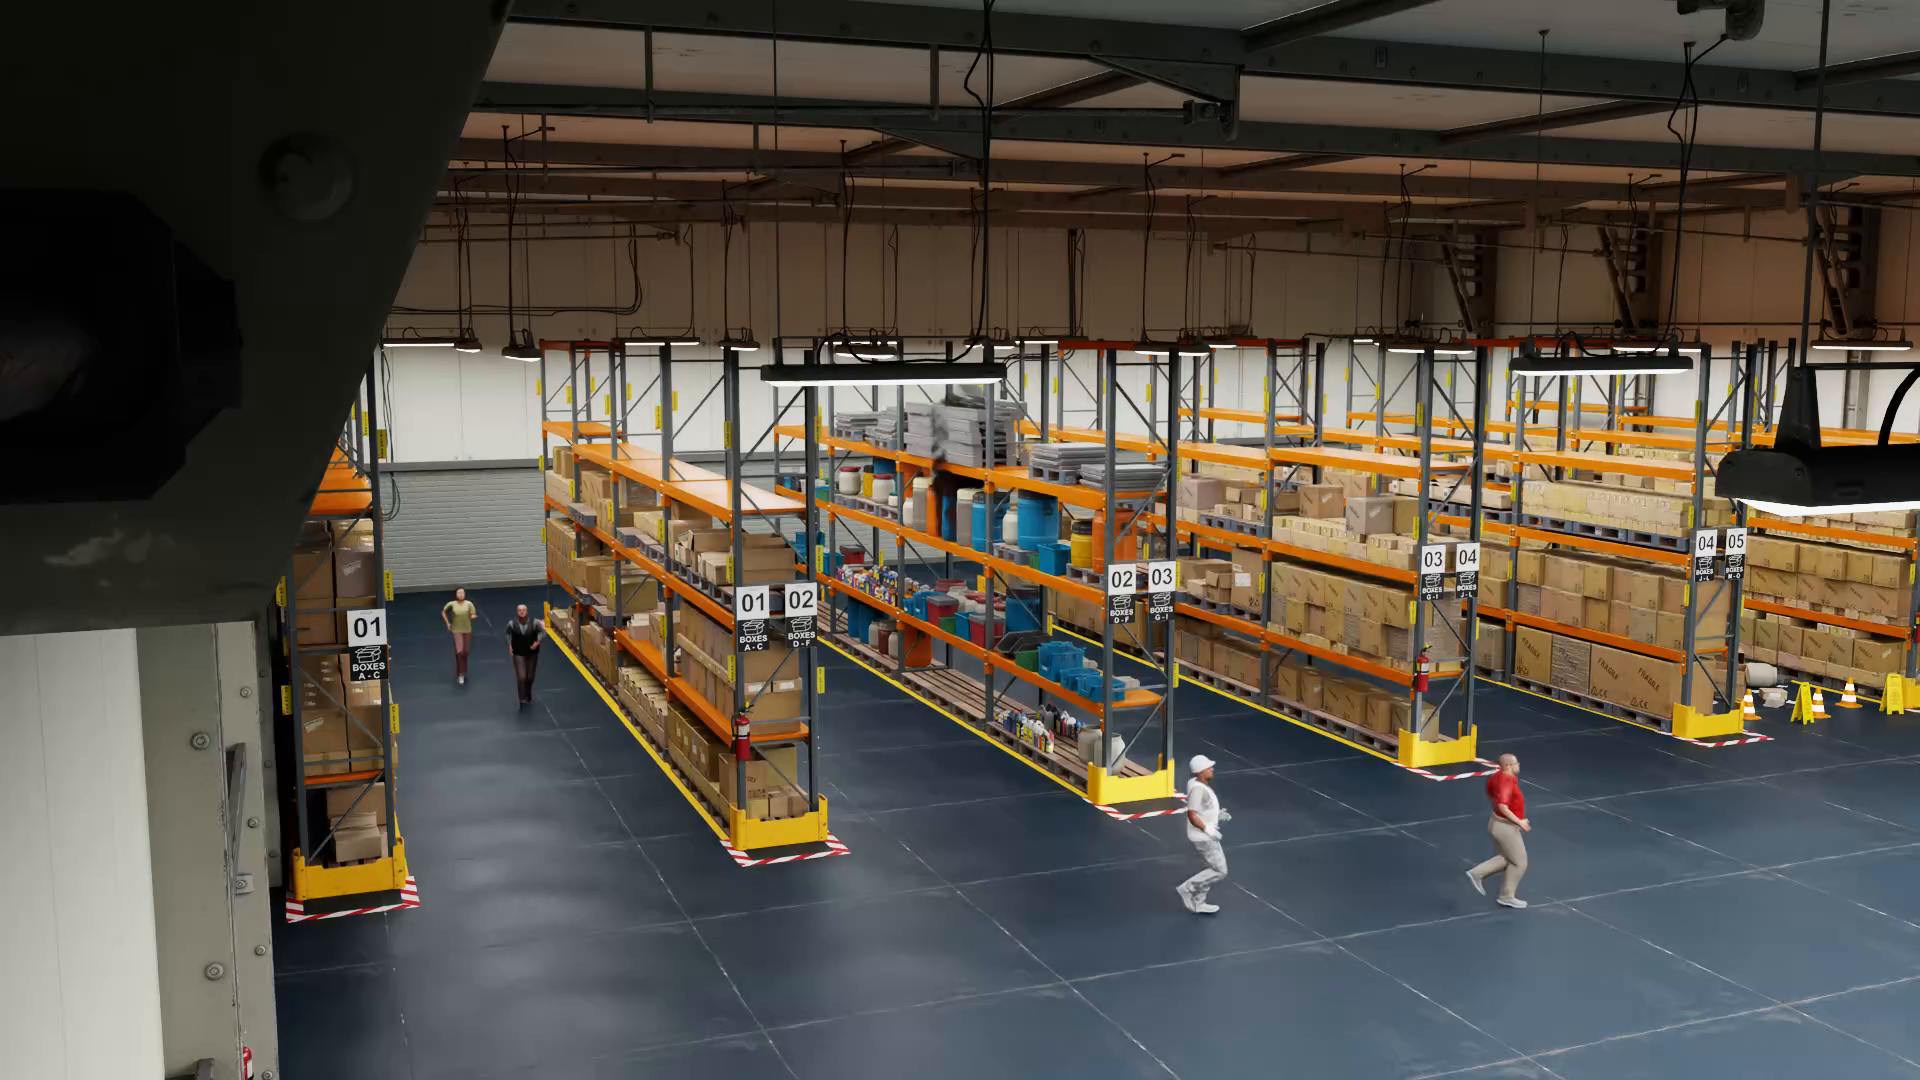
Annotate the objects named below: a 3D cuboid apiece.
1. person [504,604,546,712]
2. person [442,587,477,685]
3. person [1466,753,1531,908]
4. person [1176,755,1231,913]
[{"bbox_3d":[-7.179,1.957,27.497,0.675,1.703,0.774,-2,8,-17],"label":"person"},{"bbox_3d":[-8.853,1.674,29.521,0.561,1.722,0.688,-4,8,-29],"label":"person"},{"bbox_3d":[5.877,3.157,18.079,0.641,1.702,0.672,0,7,3],"label":"person"},{"bbox_3d":[2.626,3.160,17.832,0.612,1.735,0.678,0,7,2],"label":"person"}]
